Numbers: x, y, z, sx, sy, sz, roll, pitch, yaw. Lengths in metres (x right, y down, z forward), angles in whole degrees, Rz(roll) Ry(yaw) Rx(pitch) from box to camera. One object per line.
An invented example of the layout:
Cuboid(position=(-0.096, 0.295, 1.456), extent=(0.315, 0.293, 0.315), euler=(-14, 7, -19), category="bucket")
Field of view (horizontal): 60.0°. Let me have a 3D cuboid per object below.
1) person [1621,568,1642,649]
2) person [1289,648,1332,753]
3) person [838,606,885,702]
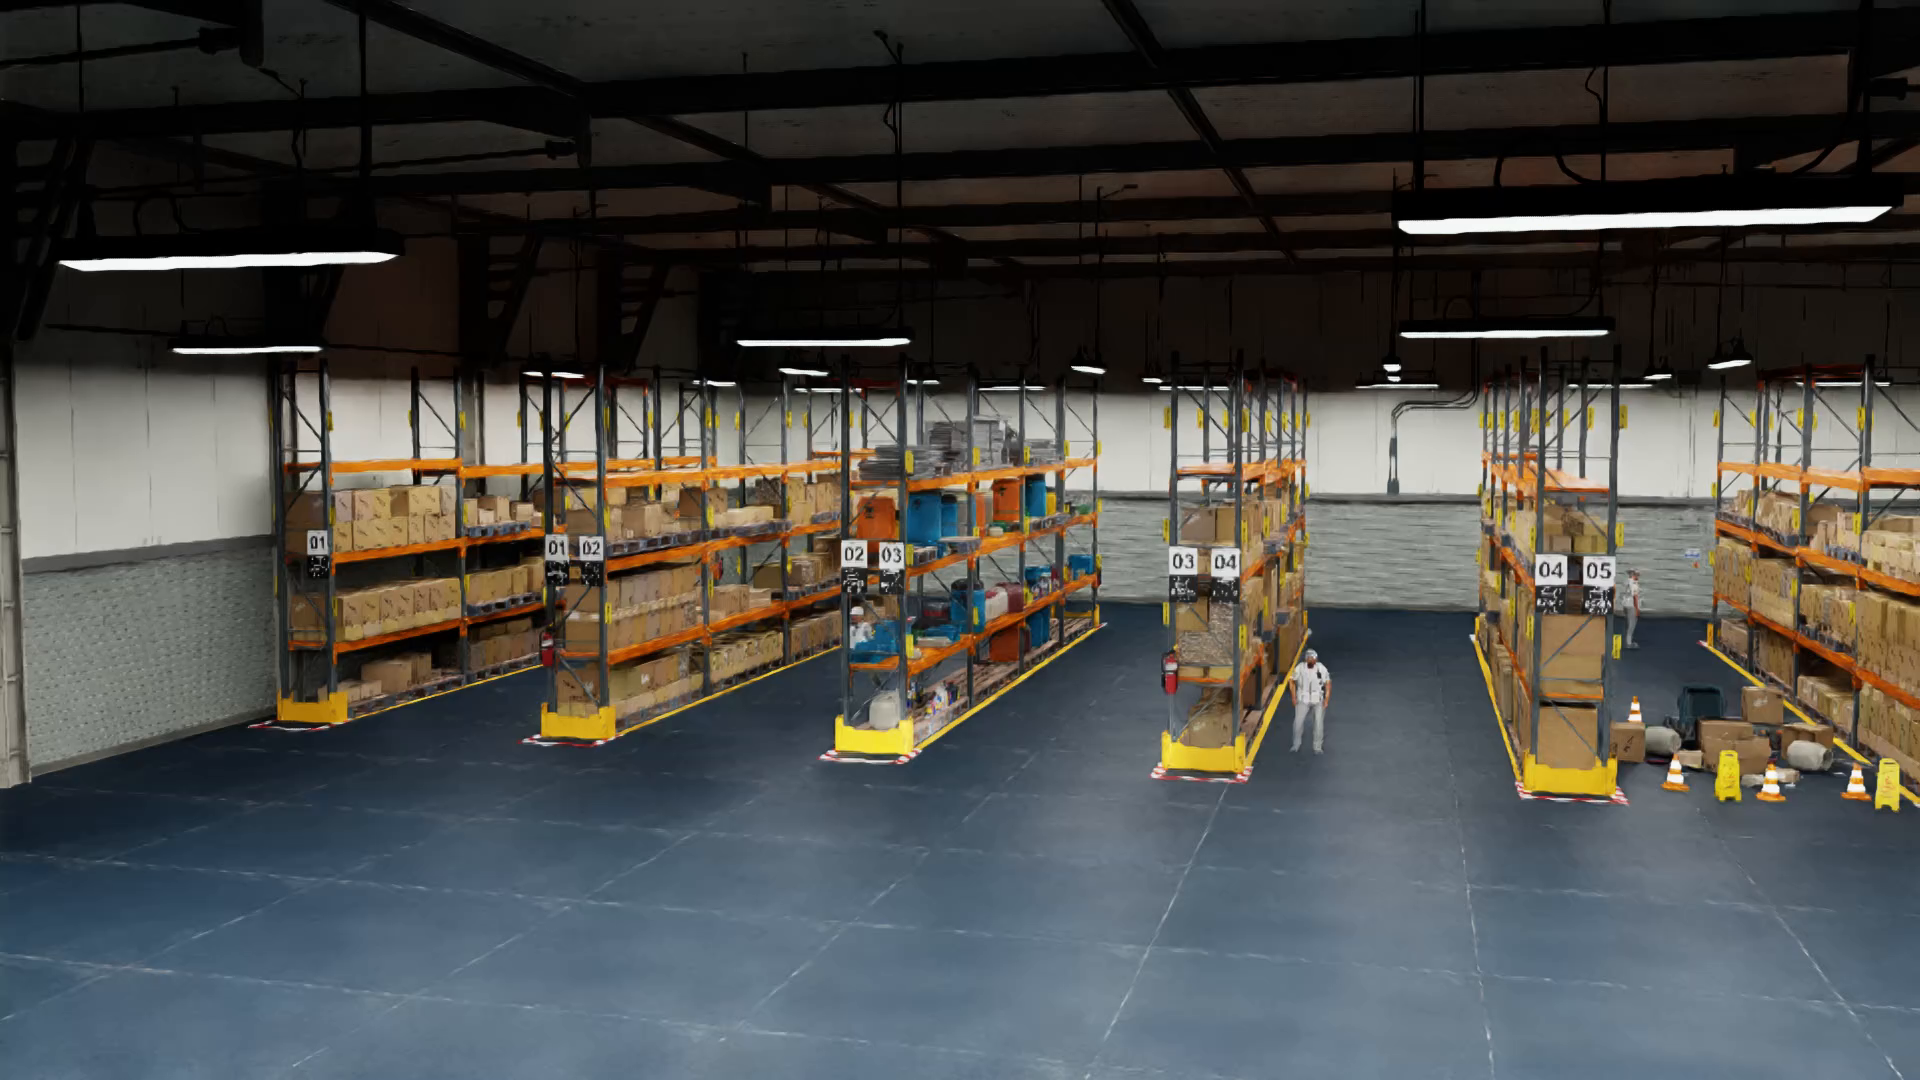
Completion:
Cuboid(position=(14.754, 1.484, 36.481), extent=(0.420, 1.761, 0.650), euler=(0, 4, 5), category="person")
Cuboid(position=(5.252, 2.412, 24.951), extent=(0.625, 1.611, 0.582), euler=(1, 4, 12), category="person")
Cuboid(position=(-1.729, 2.022, 29.574), extent=(0.570, 1.722, 0.954), euler=(3, 5, 35), category="person")
